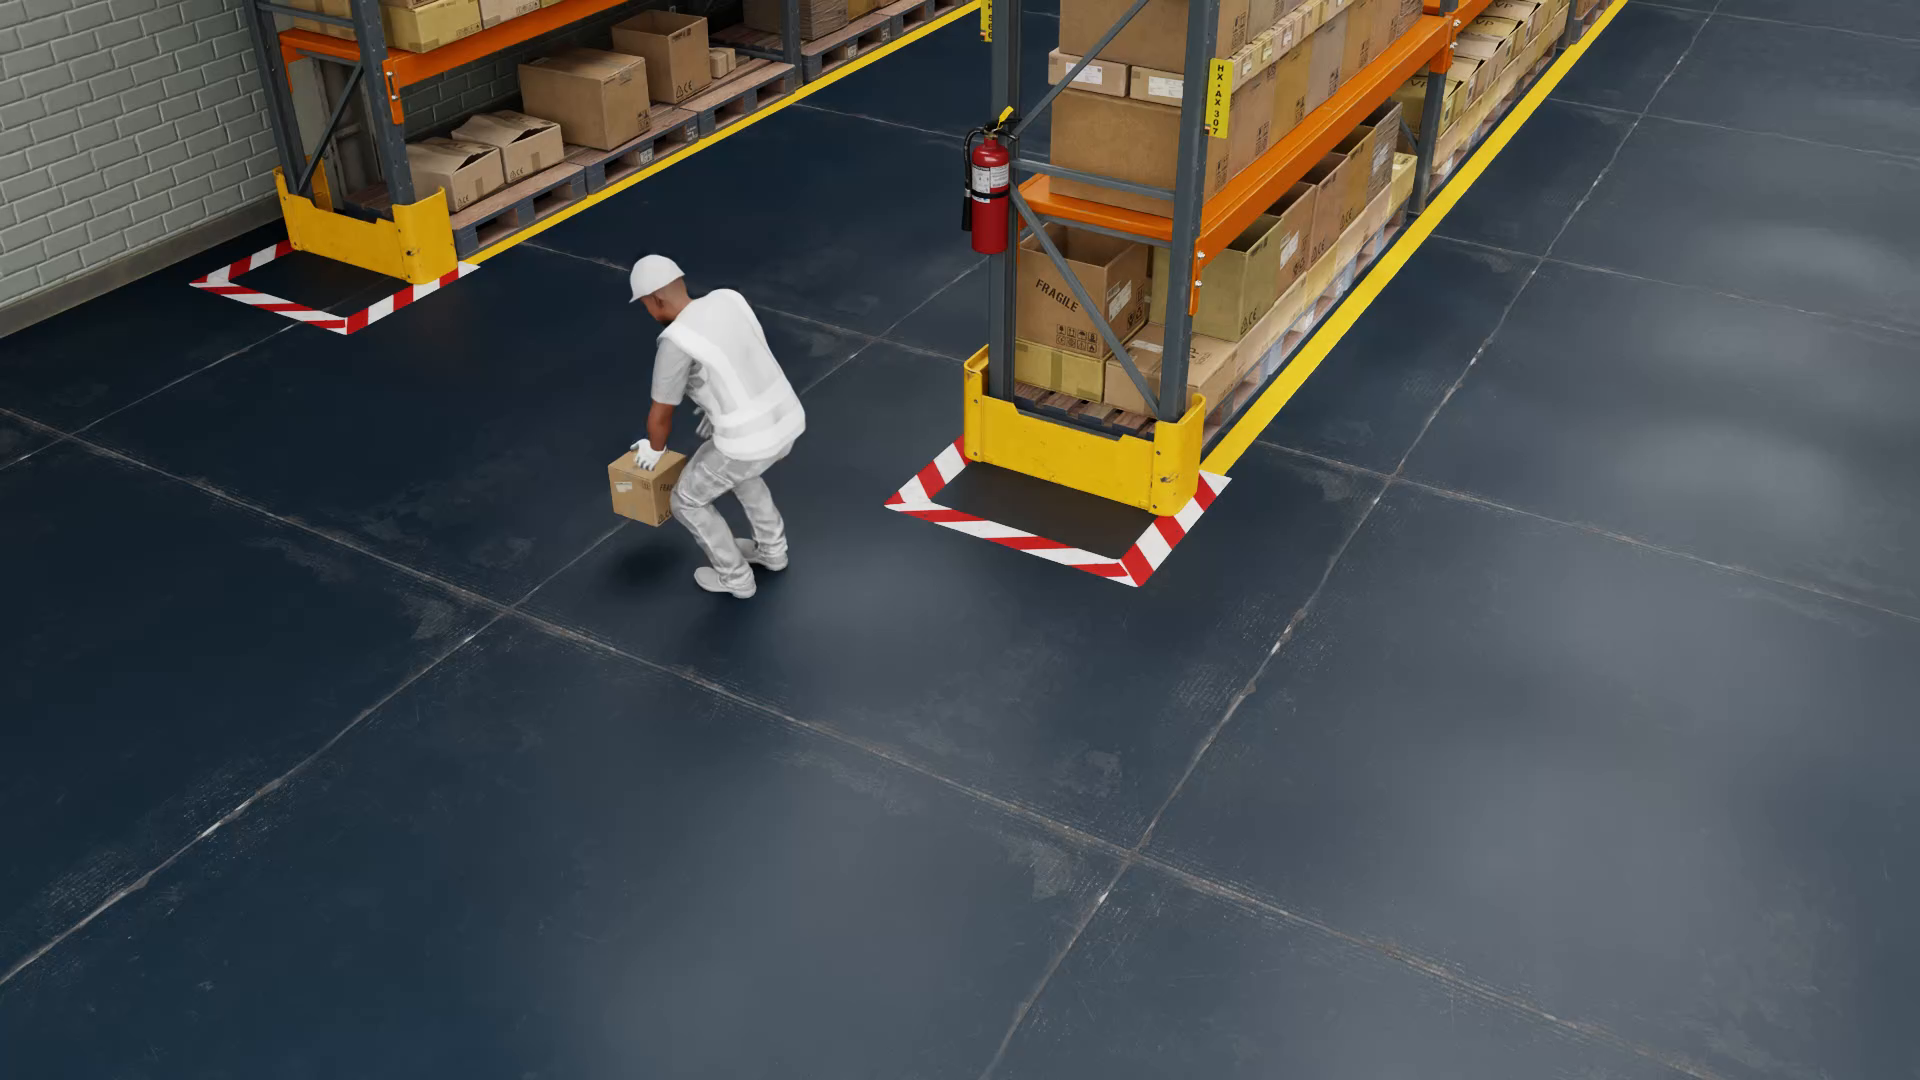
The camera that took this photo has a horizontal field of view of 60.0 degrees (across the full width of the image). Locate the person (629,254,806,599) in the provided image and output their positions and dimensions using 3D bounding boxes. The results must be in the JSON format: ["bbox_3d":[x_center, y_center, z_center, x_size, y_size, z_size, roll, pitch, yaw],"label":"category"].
[{"bbox_3d":[-1.036,-0.466,7.076,0.717,1.498,0.610,18,38,25],"label":"person"}]
